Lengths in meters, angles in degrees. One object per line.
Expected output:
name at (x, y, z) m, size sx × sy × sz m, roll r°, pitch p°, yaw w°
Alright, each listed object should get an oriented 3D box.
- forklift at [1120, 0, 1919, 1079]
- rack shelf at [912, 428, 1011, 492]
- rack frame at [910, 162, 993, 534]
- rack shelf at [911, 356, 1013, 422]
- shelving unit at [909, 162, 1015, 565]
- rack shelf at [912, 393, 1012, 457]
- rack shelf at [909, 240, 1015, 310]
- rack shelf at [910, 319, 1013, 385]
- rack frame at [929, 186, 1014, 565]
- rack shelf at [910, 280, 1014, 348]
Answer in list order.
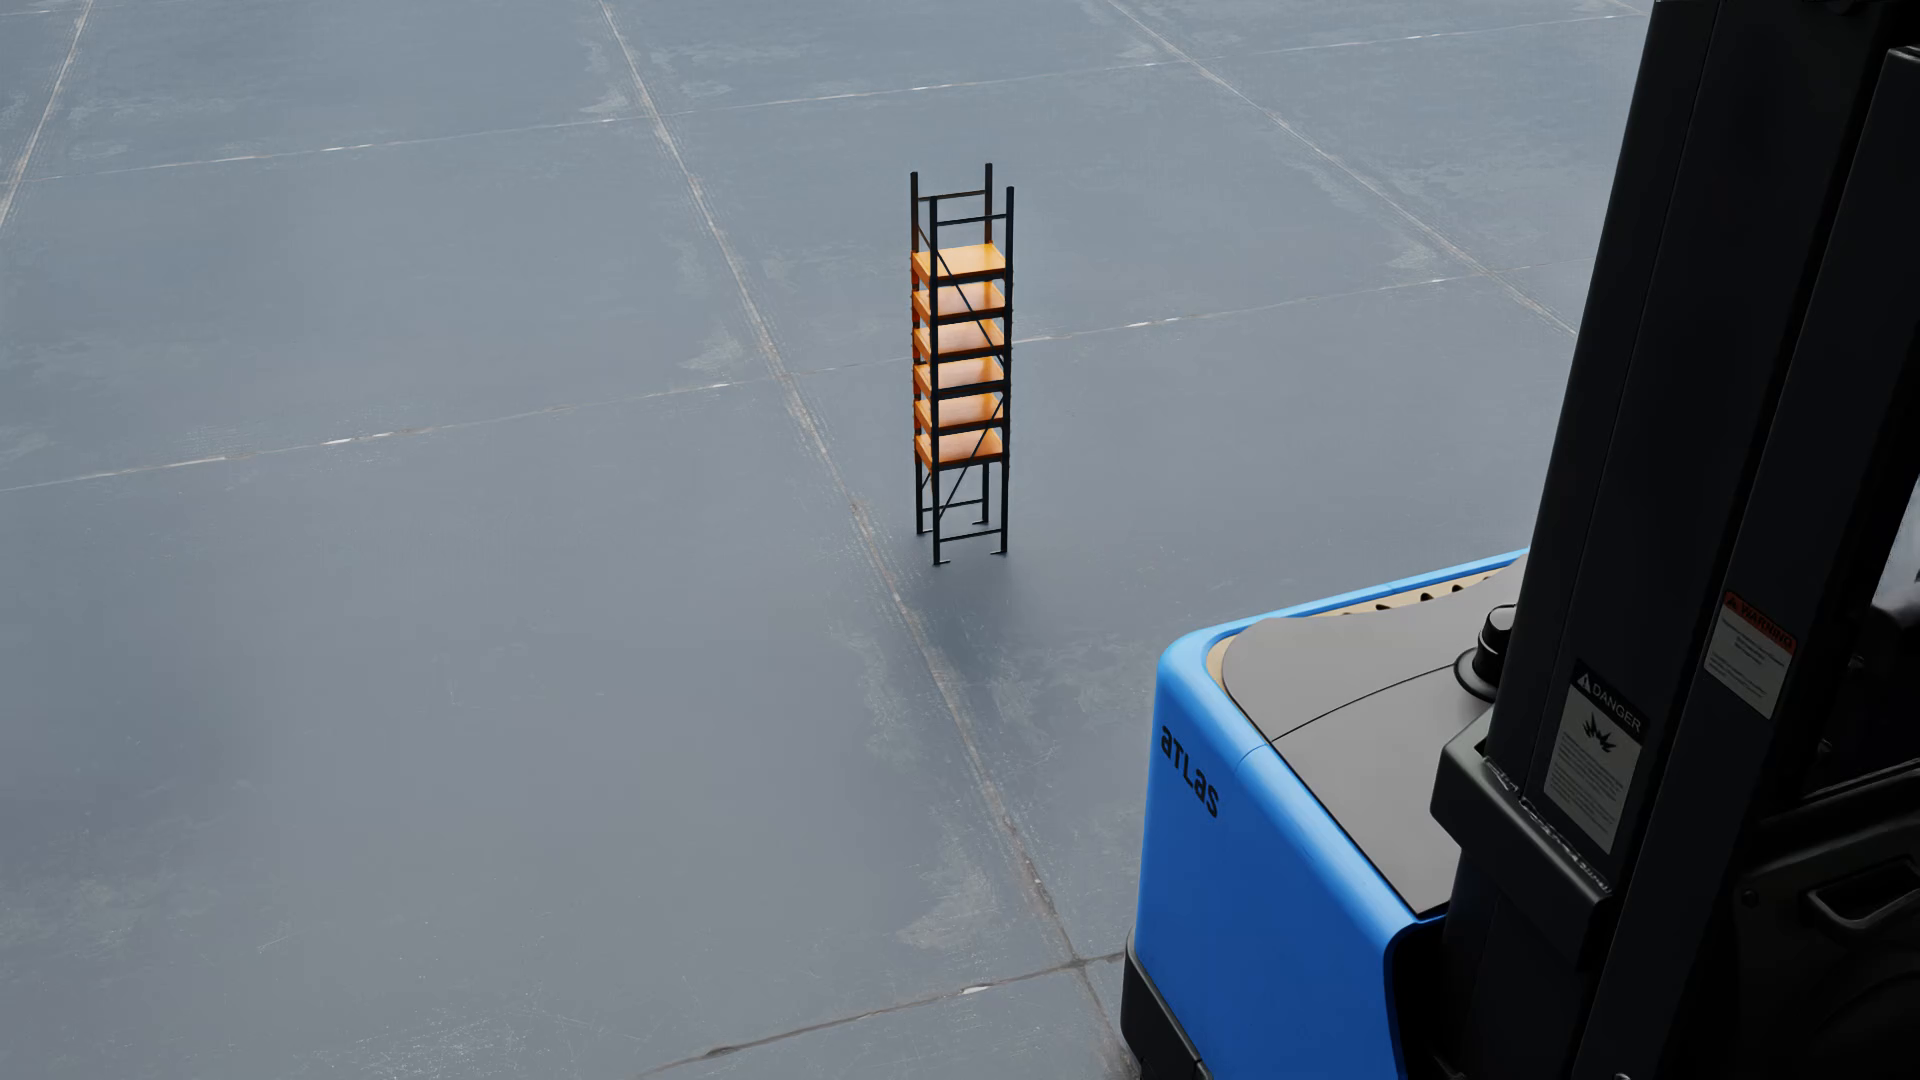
forklift at (1.358, 0.509, 1.822) m, size 1.130 × 2.935 × 3.031 m, roll -12°, pitch 35°, yaw -18°
rack shelf at (0.004, -0.256, 5.065) m, size 0.258 × 0.103 × 0.180 m, roll -10°, pitch 35°, yaw -15°
rack frame at (-0.023, -0.541, 4.980) m, size 0.240 × 1.200 × 0.006 m, roll -10°, pitch 35°, yaw -15°
rack shelf at (0.004, -0.456, 4.932) m, size 0.258 × 0.103 × 0.180 m, roll -10°, pitch 35°, yaw -15°
shelving unit at (0.004, -0.493, 4.908) m, size 0.258 × 1.200 × 0.189 m, roll -10°, pitch 35°, yaw -15°
rack shelf at (0.004, -0.356, 4.998) m, size 0.258 × 0.103 × 0.180 m, roll -10°, pitch 35°, yaw -15°
rack shelf at (0.004, -0.756, 4.734) m, size 0.258 × 0.103 × 0.180 m, roll -10°, pitch 35°, yaw -15°
rack shelf at (0.004, -0.556, 4.866) m, size 0.258 × 0.103 × 0.180 m, roll -10°, pitch 35°, yaw -15°
rack frame at (0.032, -0.445, 4.835) m, size 0.240 × 1.200 × 0.006 m, roll -10°, pitch 35°, yaw -15°
rack shelf at (0.004, -0.656, 4.800) m, size 0.258 × 0.103 × 0.180 m, roll -10°, pitch 35°, yaw -15°
